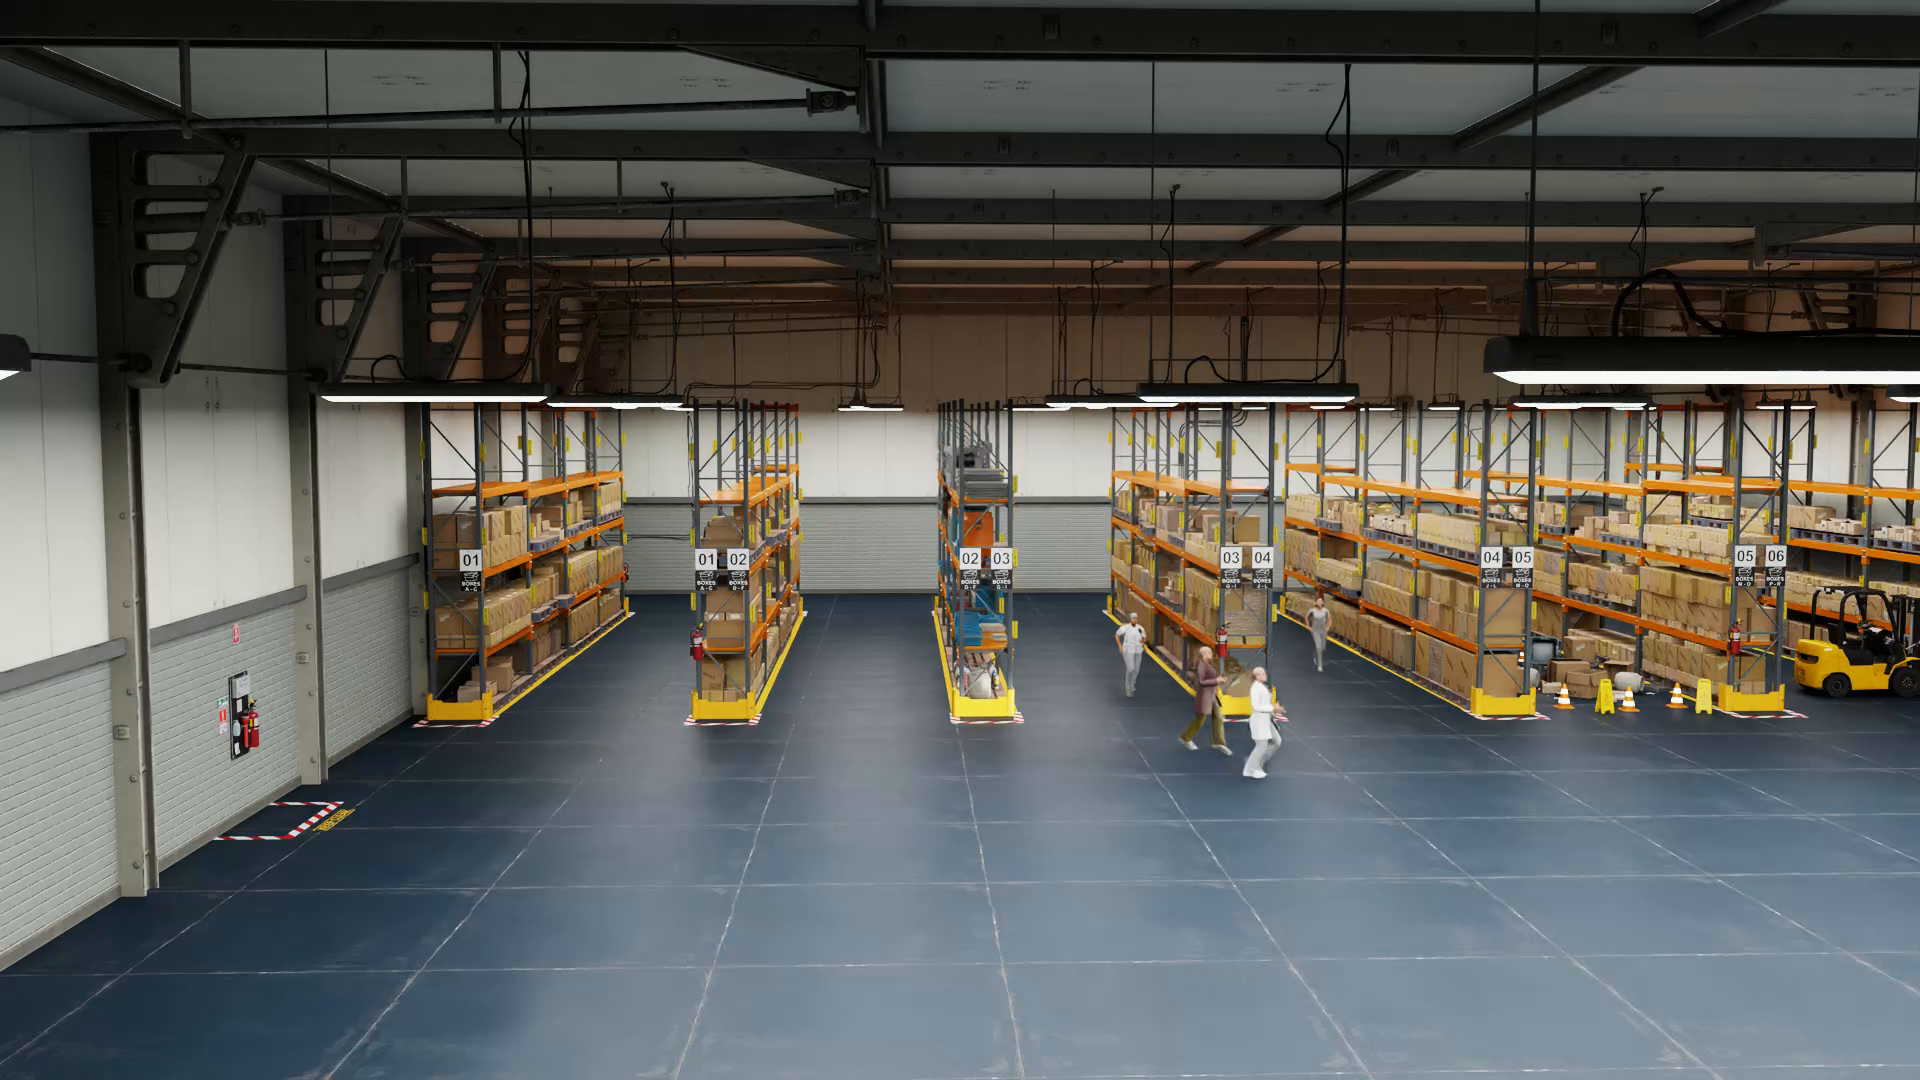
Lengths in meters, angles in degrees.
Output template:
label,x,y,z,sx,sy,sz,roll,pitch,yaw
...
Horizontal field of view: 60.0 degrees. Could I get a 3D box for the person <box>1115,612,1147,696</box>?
label,x,y,z,sx,sy,sz,roll,pitch,yaw
person,3.518,2.332,33.879,0.576,1.716,0.707,-1,5,-17

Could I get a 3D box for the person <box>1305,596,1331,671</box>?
label,x,y,z,sx,sy,sz,roll,pitch,yaw
person,8.030,2.079,37.297,0.583,1.655,0.797,0,4,-5

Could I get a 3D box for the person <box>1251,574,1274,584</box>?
label,x,y,z,sx,sy,sz,roll,pitch,yaw
person,8.159,1.434,44.876,0.632,1.748,0.598,0,4,2

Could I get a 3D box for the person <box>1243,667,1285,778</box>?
label,x,y,z,sx,sy,sz,roll,pitch,yaw
person,4.780,2.869,26.047,0.673,1.762,0.694,2,5,25

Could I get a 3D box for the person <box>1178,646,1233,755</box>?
label,x,y,z,sx,sy,sz,roll,pitch,yaw
person,4.120,2.695,27.988,0.924,1.827,0.698,2,5,27
